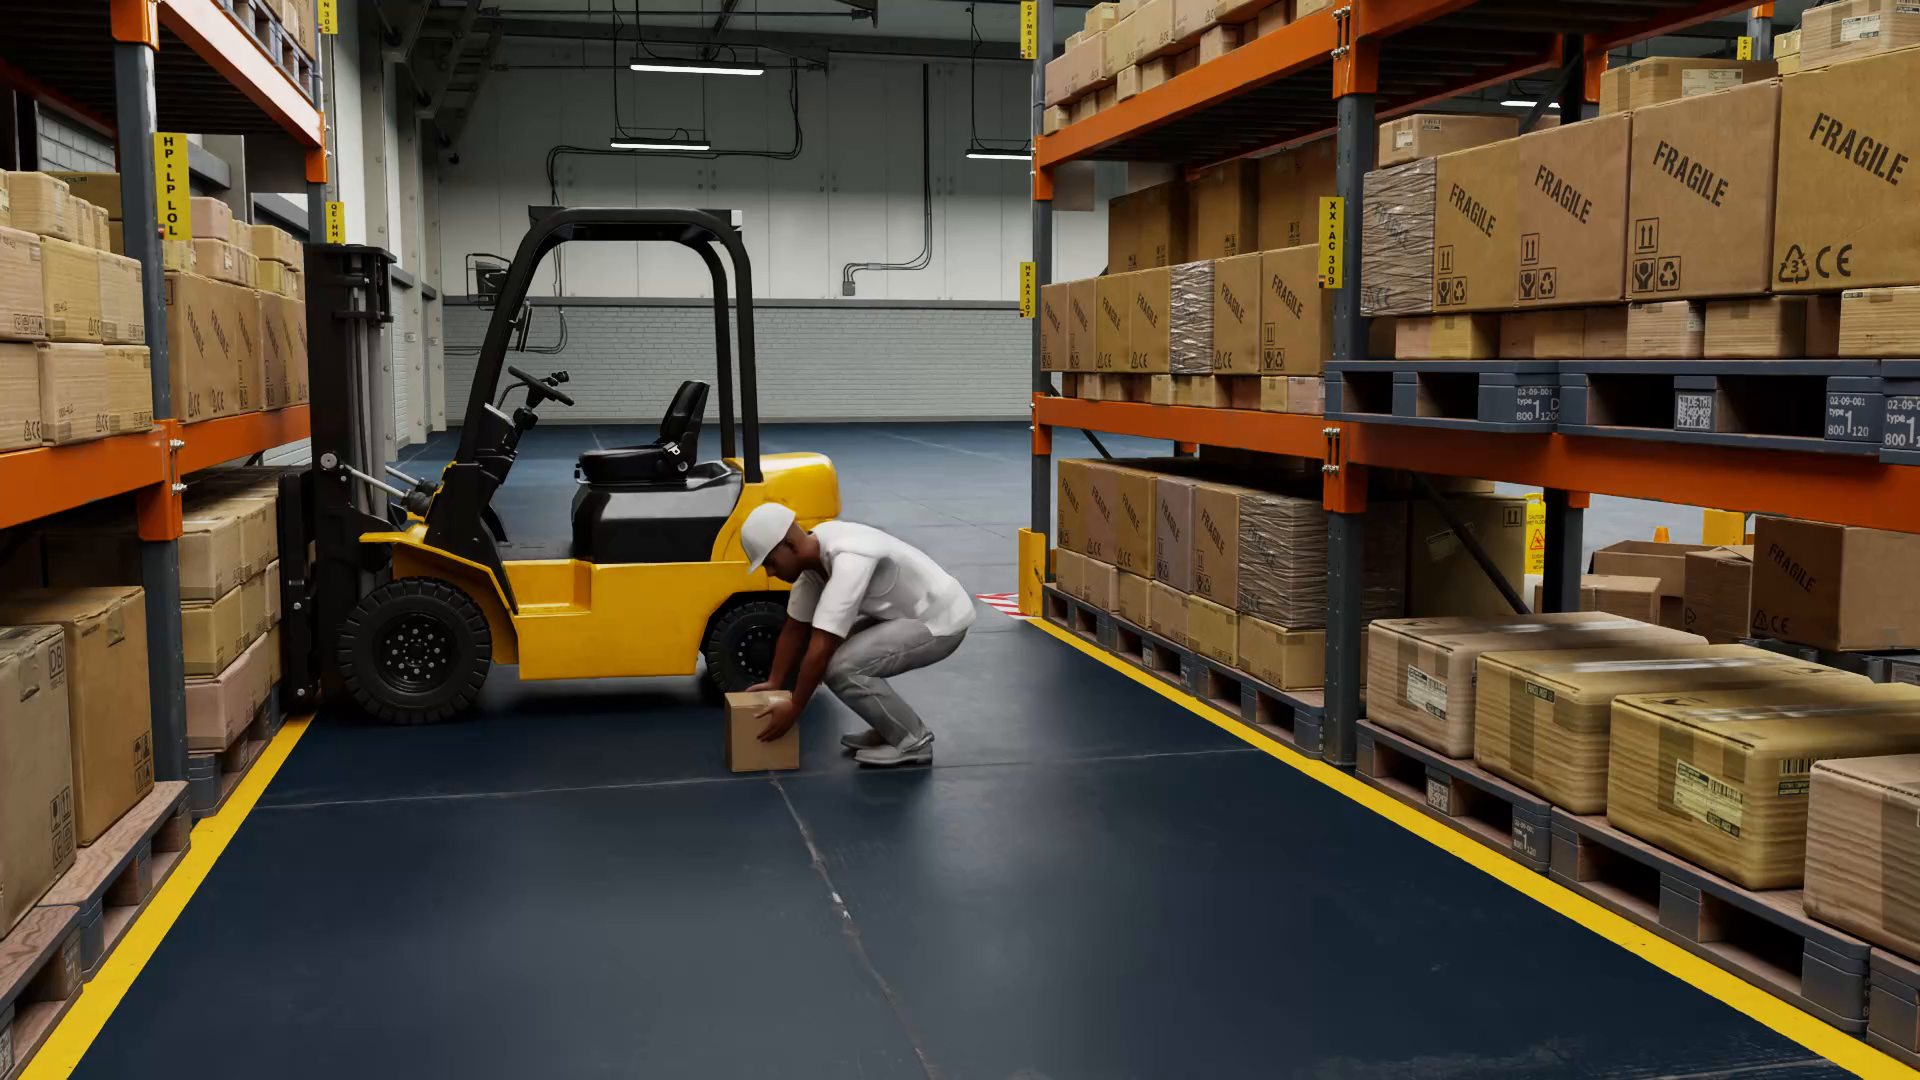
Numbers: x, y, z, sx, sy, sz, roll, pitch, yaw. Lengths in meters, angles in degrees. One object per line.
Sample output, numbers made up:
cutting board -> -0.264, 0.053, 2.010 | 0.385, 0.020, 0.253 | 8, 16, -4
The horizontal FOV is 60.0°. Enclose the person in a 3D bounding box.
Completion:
person -> -0.382, 0.346, 6.267 | 0.894, 0.994, 0.584 | -2, 6, -14
